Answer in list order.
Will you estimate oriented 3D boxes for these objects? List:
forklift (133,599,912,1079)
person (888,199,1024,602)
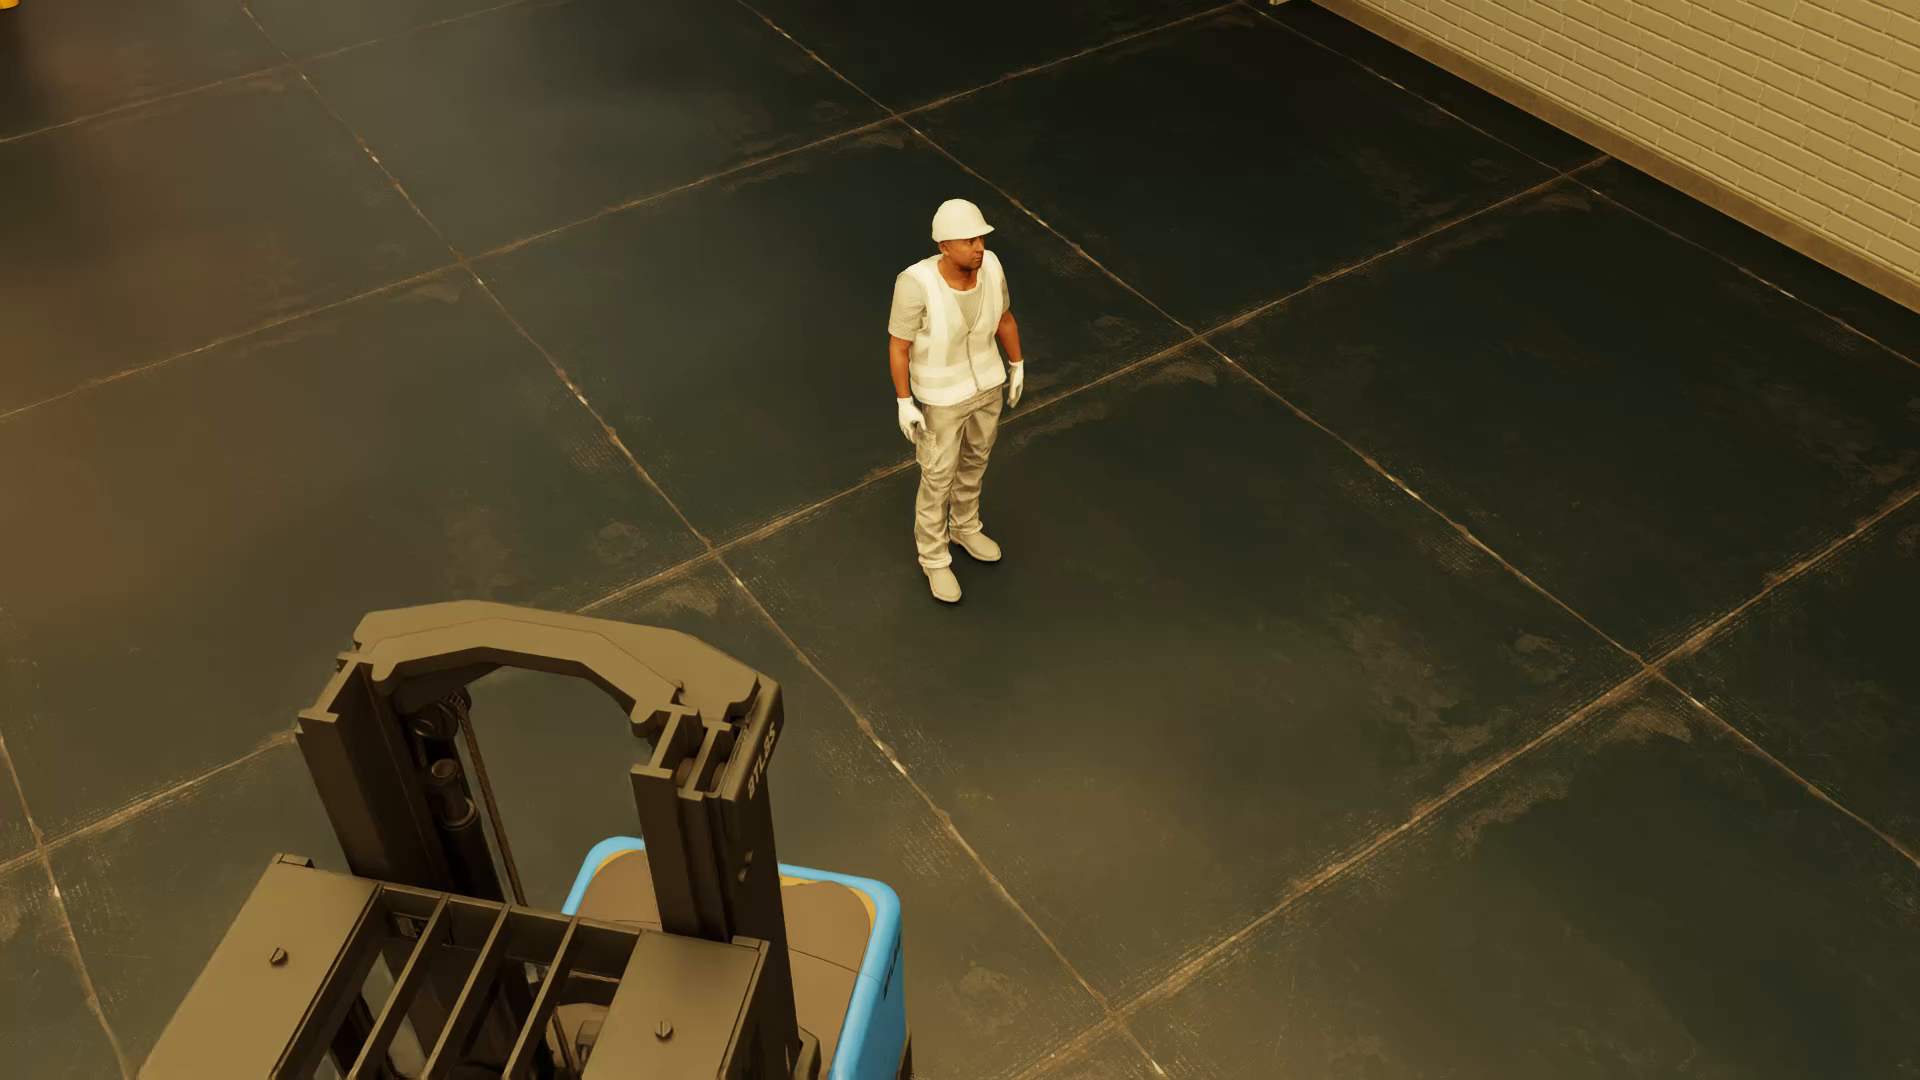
[{"bbox_3d":[-0.971,1.687,3.884,1.130,2.935,3.031,8,43,9],"label":"forklift"},{"bbox_3d":[0.035,-0.618,7.222,0.656,1.784,0.575,-25,48,-25],"label":"person"}]
